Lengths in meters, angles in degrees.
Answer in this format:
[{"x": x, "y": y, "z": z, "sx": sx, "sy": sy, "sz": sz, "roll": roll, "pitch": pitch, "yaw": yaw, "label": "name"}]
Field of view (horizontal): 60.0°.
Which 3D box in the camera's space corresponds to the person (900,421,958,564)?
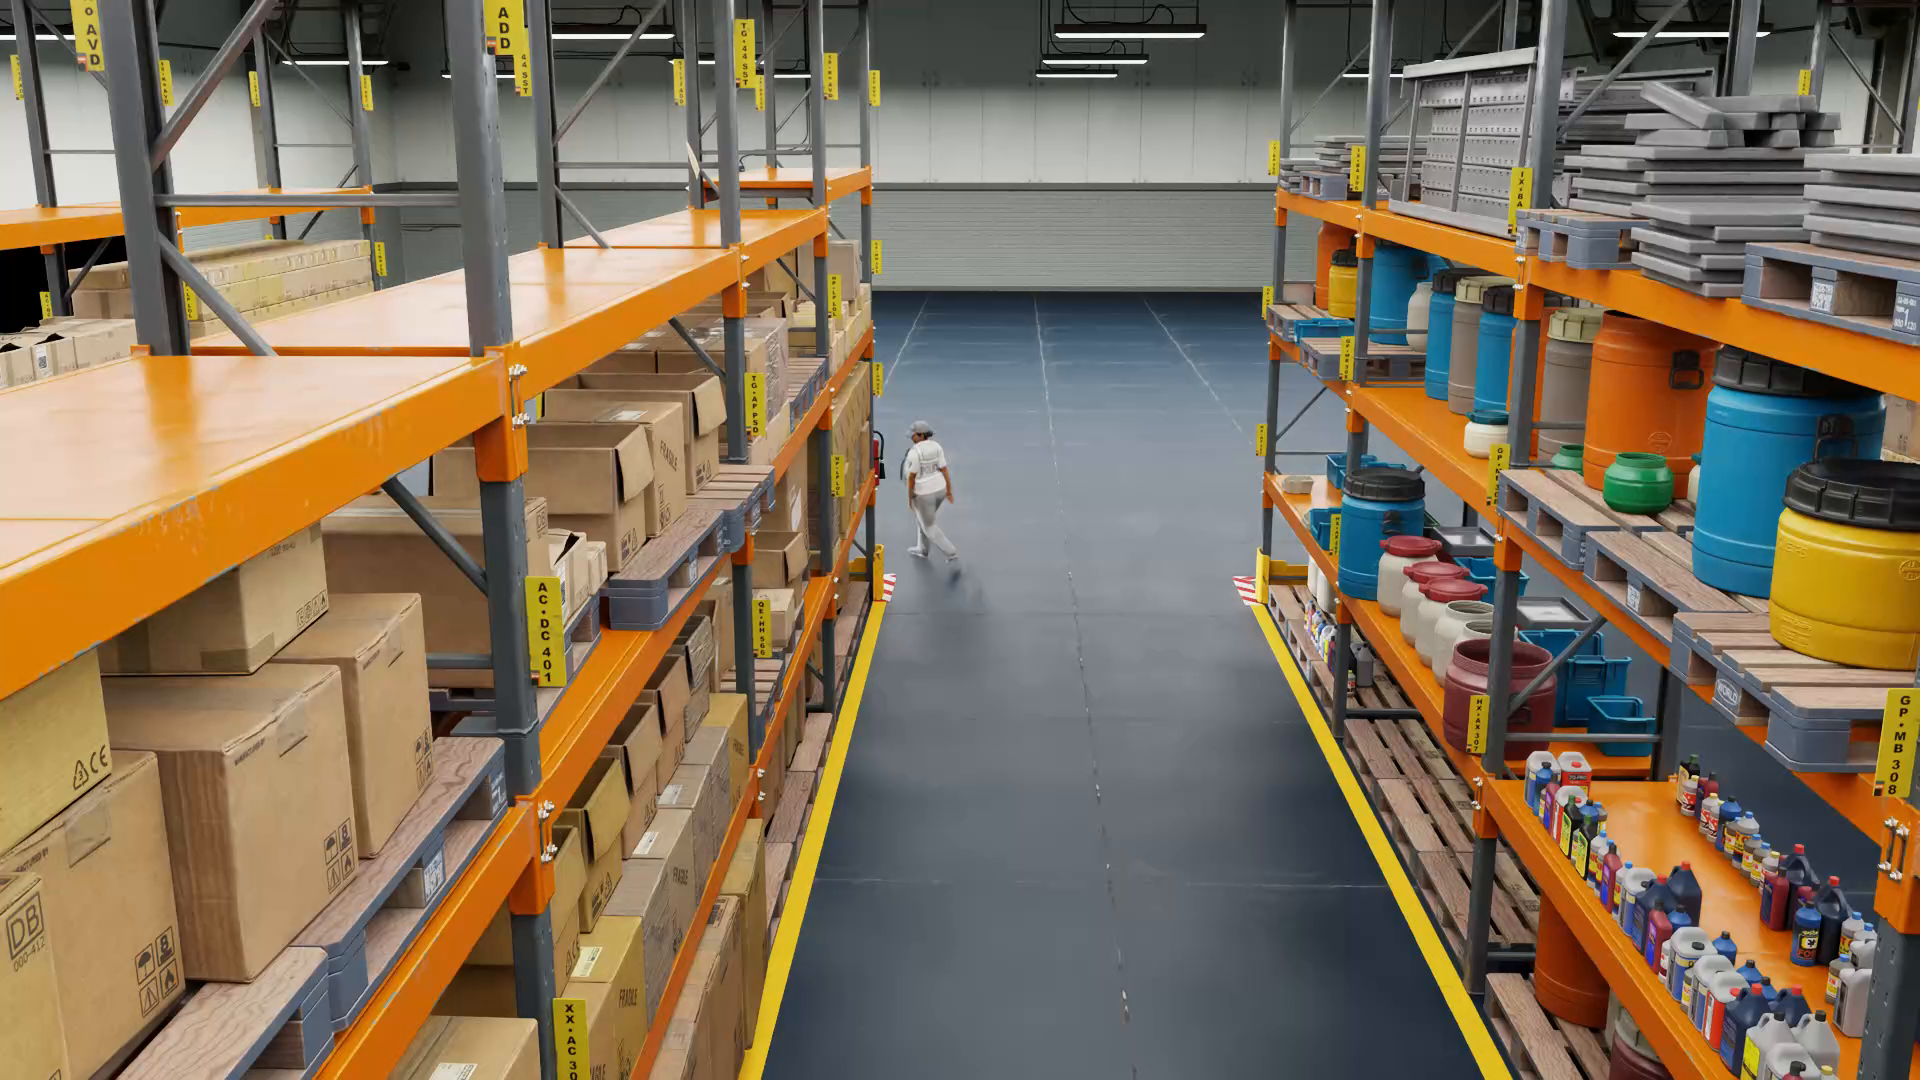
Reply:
[{"x": -0.350, "y": -0.521, "z": 18.118, "sx": 0.926, "sy": 1.593, "sz": 0.564, "roll": 12, "pitch": 19, "yaw": 41, "label": "person"}]
